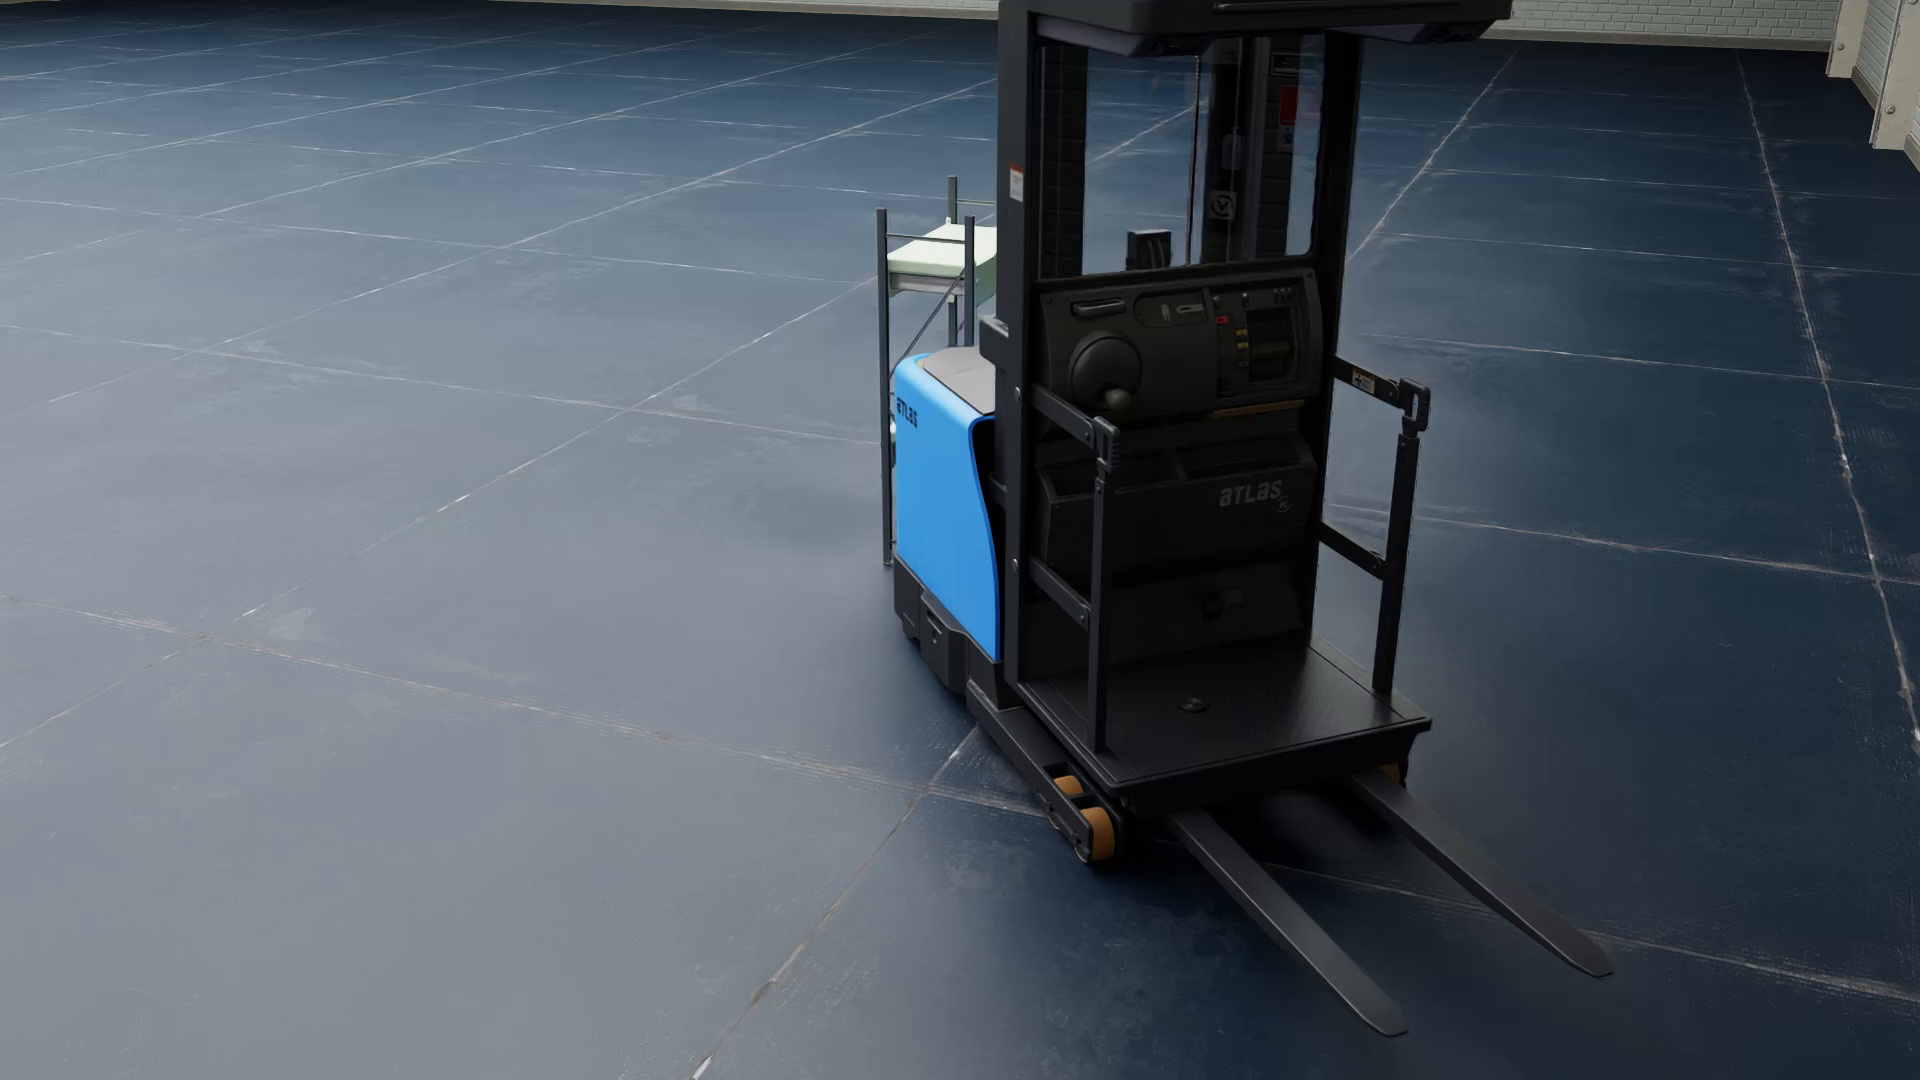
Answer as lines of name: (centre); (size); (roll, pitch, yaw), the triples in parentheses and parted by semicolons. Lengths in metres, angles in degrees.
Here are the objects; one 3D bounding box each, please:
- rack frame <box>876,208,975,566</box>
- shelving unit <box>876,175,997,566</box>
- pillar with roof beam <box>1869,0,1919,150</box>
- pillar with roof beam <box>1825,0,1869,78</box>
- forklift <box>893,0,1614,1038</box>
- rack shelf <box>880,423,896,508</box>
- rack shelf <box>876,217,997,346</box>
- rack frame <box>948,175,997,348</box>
rack frame: (-0.133, -0.563, 6.653); (0.400, 1.500, 0.023); (9, 24, 20)
shelving unit: (0.002, -0.694, 6.967); (0.431, 1.500, 0.755); (9, 24, 20)
pillar with roof beam: (5.348, -8.733, 16.483); (9.100, 9.000, 0.400); (9, 24, 20)
pillar with roof beam: (7.576, -10.880, 21.623); (9.100, 9.000, 0.400); (9, 24, 20)
forklift: (0.757, -0.575, 4.823); (1.130, 2.935, 3.031); (-9, 24, -20)
rack shelf: (0.002, -0.394, 7.092); (0.431, 0.370, 0.720); (9, 24, 20)
rack shelf: (0.002, -1.055, 6.816); (0.431, 0.370, 0.720); (9, 24, 20)
rack frame: (0.138, -0.825, 7.280); (0.400, 1.500, 0.023); (9, 24, 20)
